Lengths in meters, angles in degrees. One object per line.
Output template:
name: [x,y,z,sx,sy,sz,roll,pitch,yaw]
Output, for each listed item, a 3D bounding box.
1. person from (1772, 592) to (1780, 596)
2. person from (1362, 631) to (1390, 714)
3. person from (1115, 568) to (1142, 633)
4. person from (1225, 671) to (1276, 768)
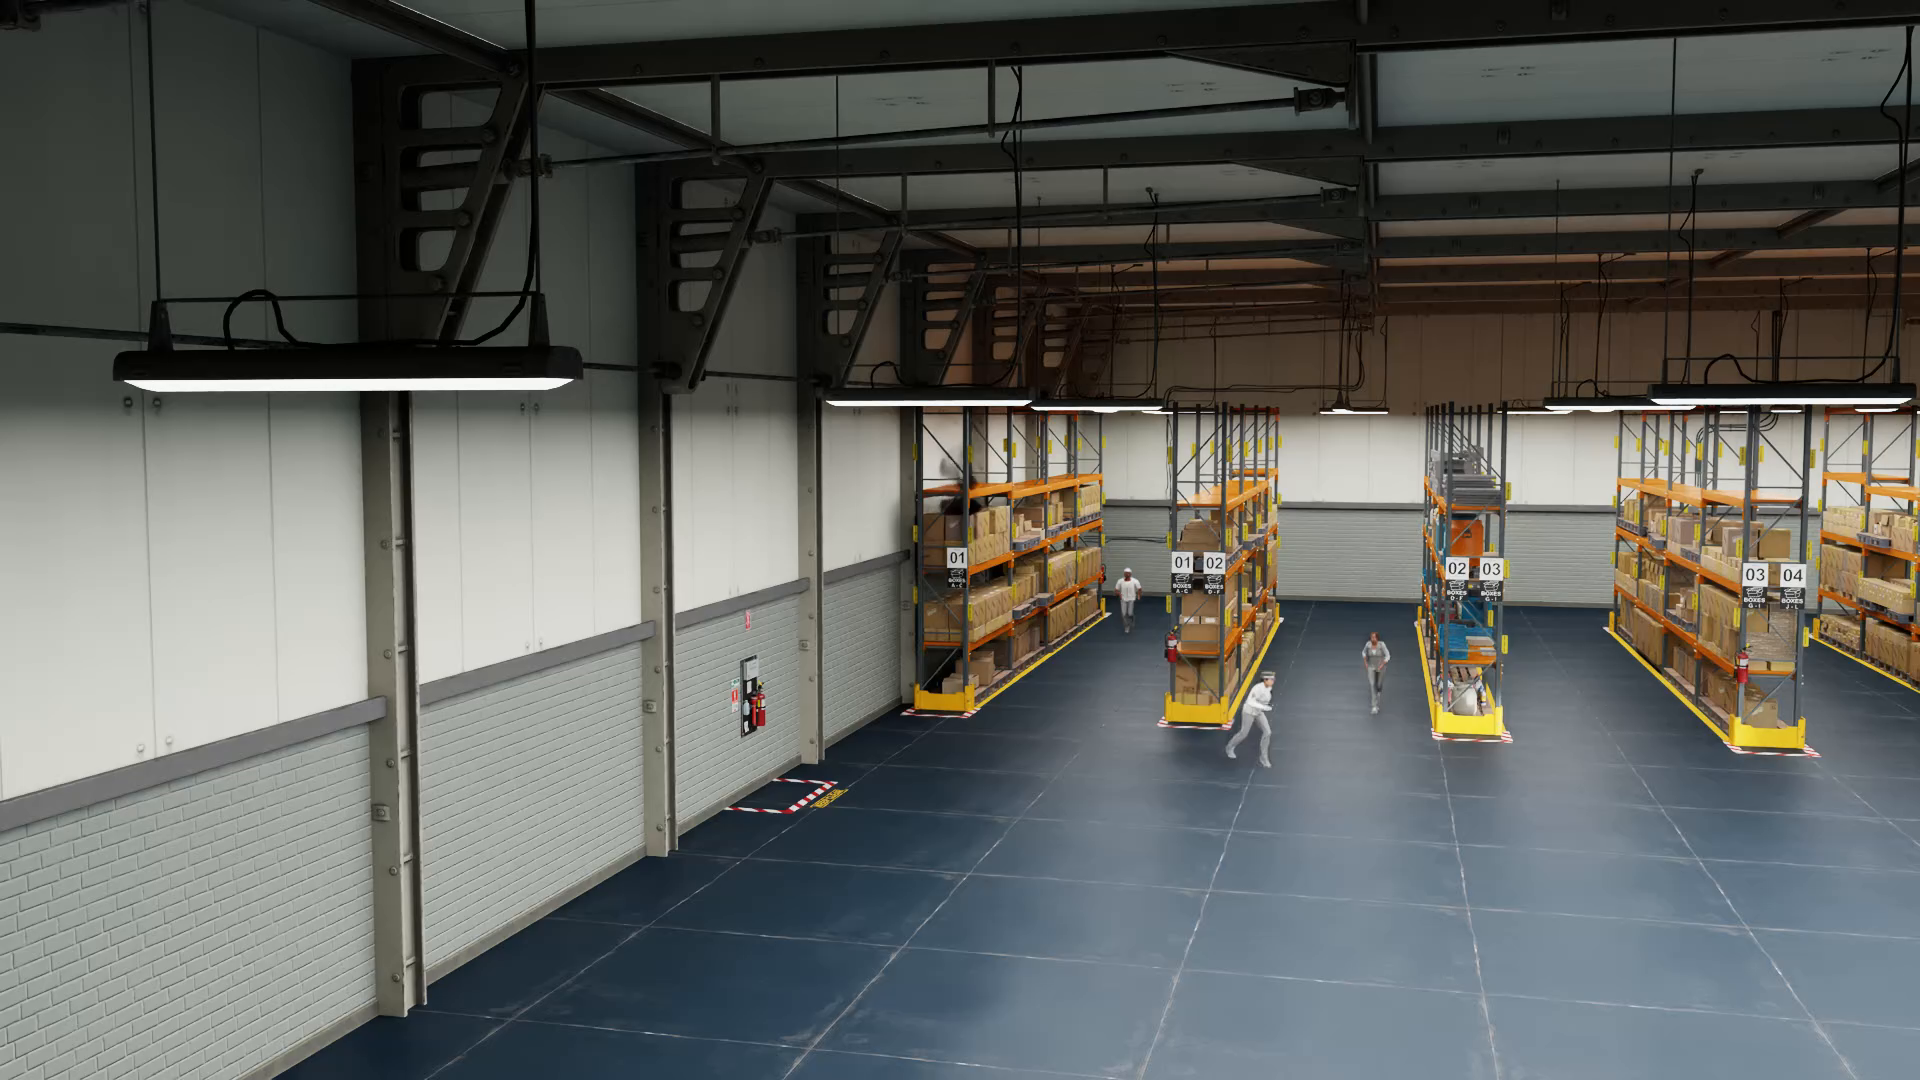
person: [21.475,1.676,43.679,0.724,1.729,0.560,-3,5,-34]
person: [8.131,2.550,32.505,0.537,1.586,0.971,1,4,18]
person: [4.453,1.604,44.182,0.700,1.723,0.582,1,4,13]
person: [4.802,2.931,27.473,0.958,1.624,0.656,4,6,44]
